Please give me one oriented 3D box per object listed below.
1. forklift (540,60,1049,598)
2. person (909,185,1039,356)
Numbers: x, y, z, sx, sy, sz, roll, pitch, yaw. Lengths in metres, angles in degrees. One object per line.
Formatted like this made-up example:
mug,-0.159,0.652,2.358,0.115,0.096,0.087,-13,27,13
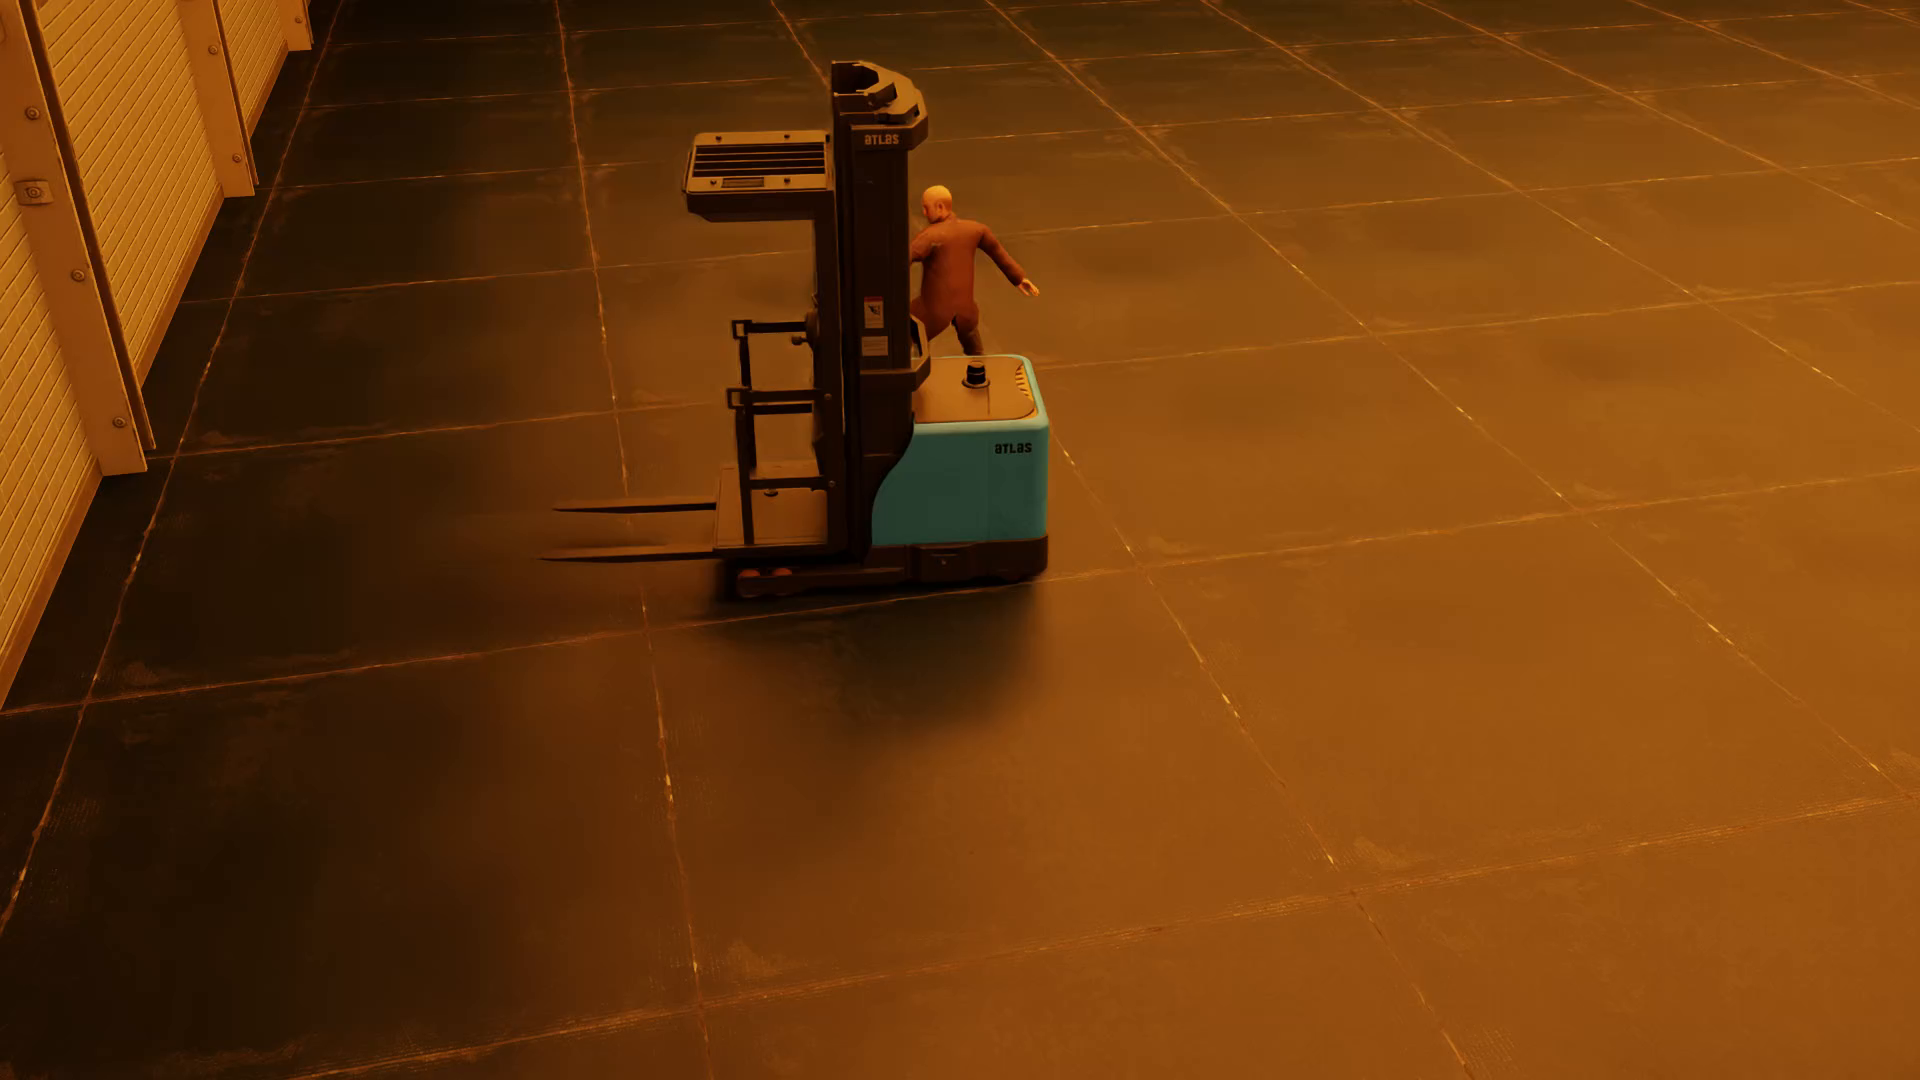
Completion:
forklift,-1.016,-1.200,9.647,3.031,2.935,1.130,-3,30,-4
person,-0.058,-1.690,11.902,1.218,1.702,0.606,-16,34,-26
